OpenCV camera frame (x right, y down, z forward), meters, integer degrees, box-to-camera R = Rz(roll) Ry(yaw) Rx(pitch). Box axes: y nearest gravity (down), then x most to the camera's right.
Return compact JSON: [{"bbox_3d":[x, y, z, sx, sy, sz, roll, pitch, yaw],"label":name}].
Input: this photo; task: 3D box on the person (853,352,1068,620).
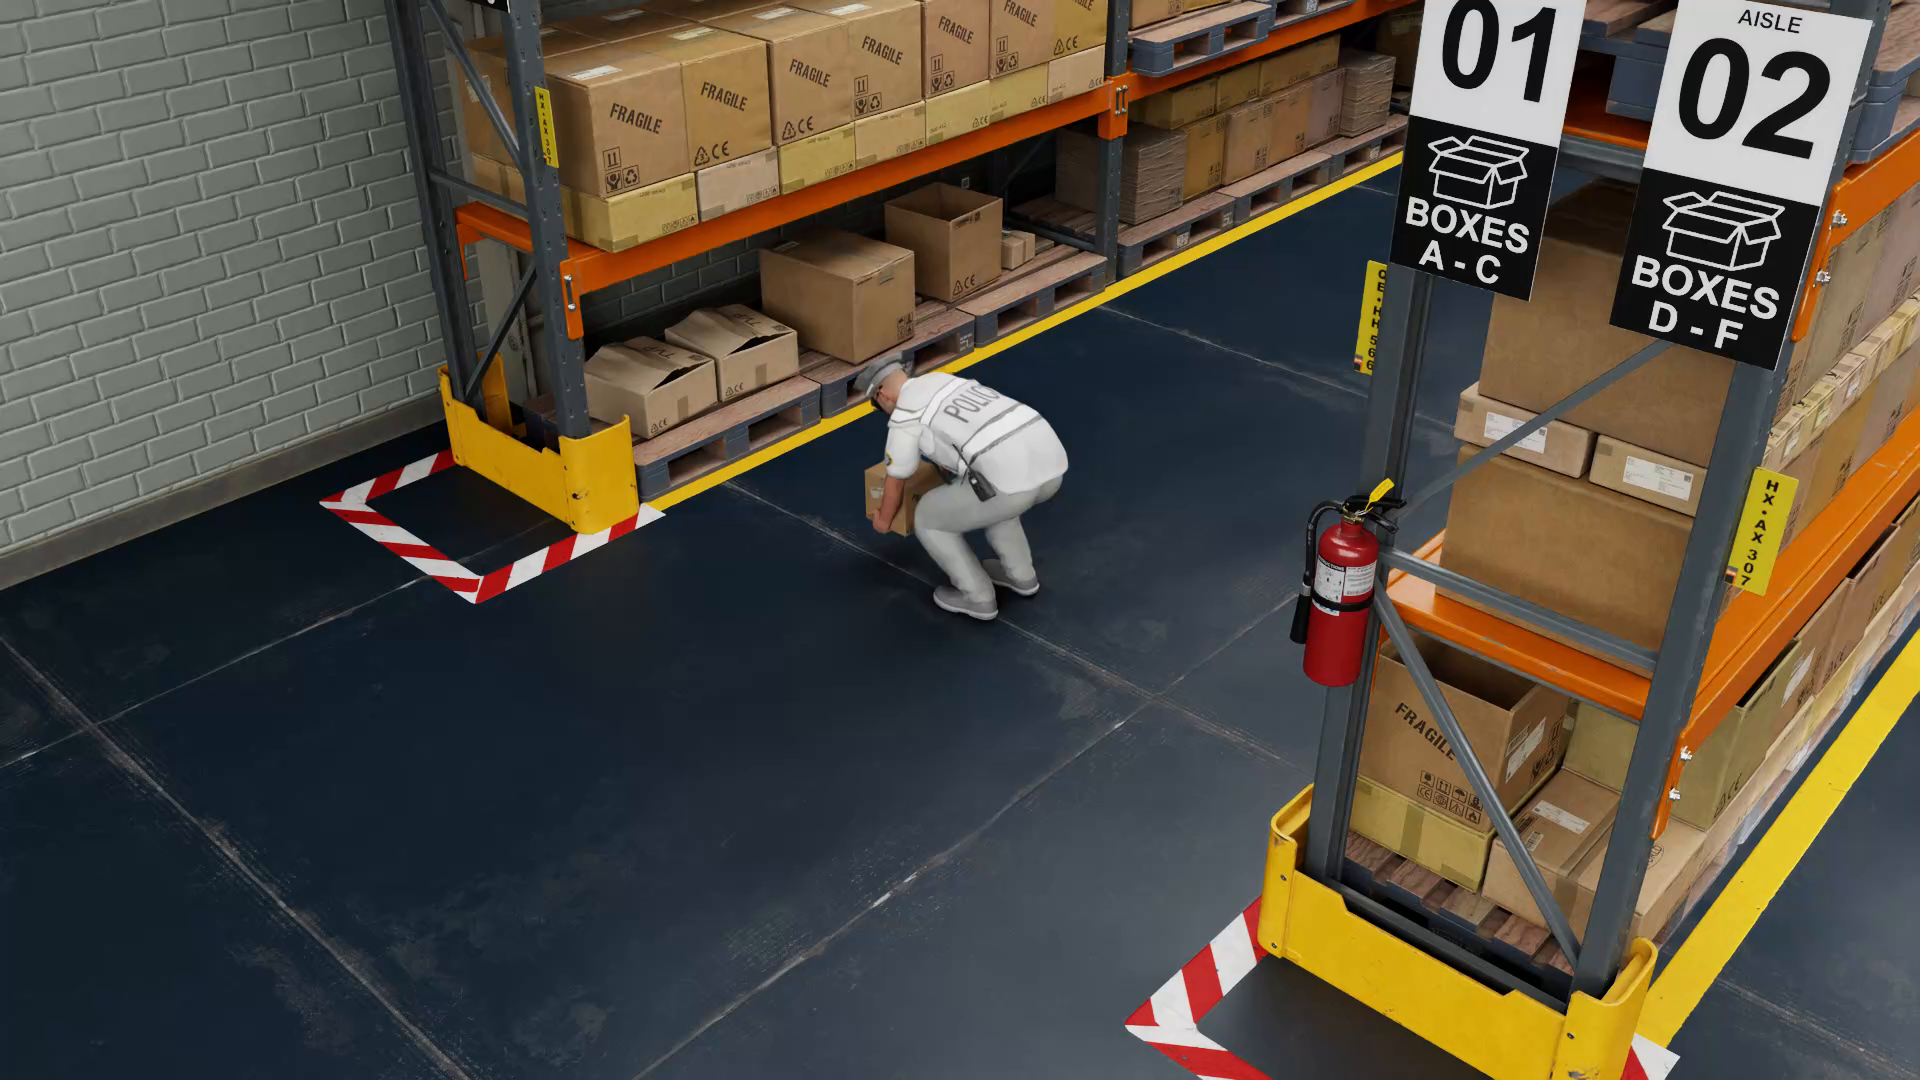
[{"bbox_3d":[-0.019,-0.249,7.243,1.024,1.029,0.544,23,38,33],"label":"person"}]
